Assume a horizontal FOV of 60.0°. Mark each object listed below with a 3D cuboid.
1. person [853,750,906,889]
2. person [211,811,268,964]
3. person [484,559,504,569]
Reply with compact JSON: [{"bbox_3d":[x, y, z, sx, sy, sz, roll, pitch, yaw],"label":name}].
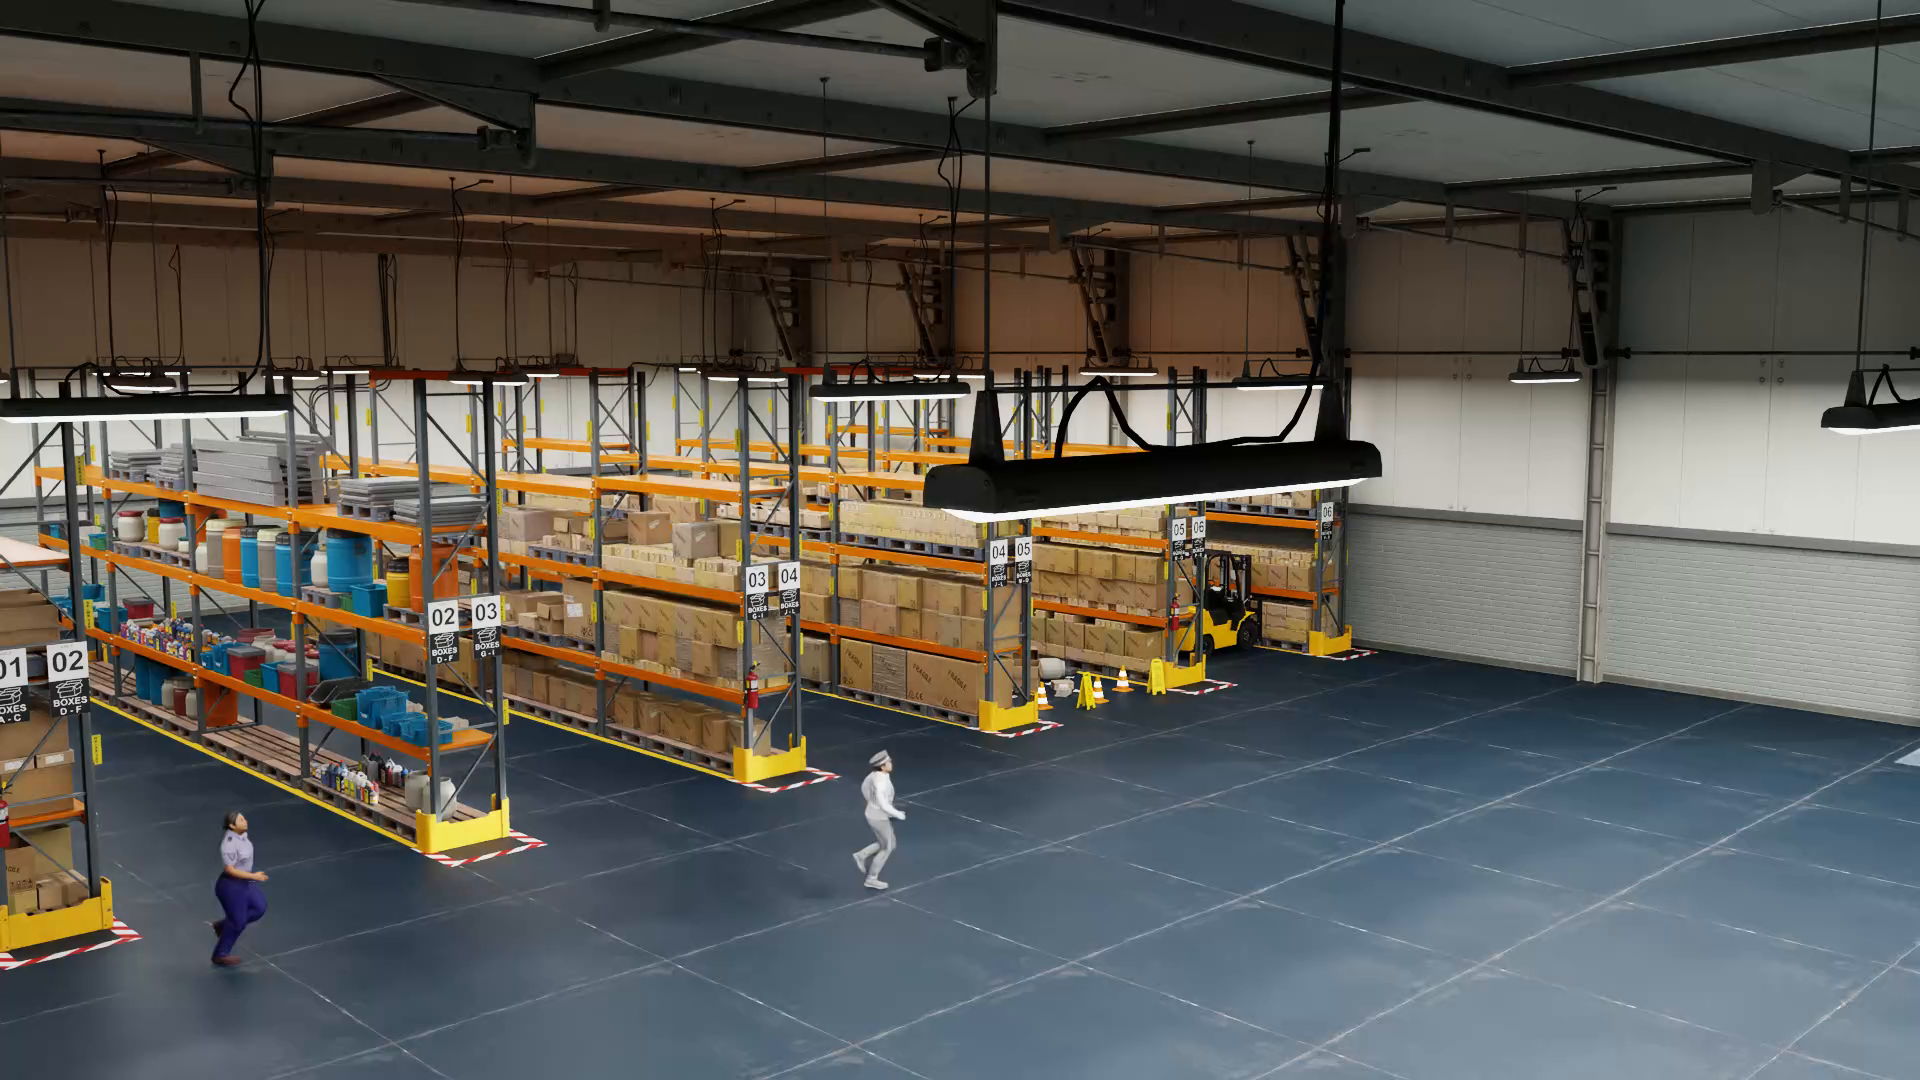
[{"bbox_3d":[-0.953,3.298,19.718,0.594,1.661,0.637,-2,7,-14],"label":"person"},{"bbox_3d":[-7.501,3.594,17.329,0.600,1.607,0.635,-1,7,-10],"label":"person"},{"bbox_3d":[-11.346,0.985,40.377,0.567,1.603,0.864,6,9,44],"label":"person"}]
